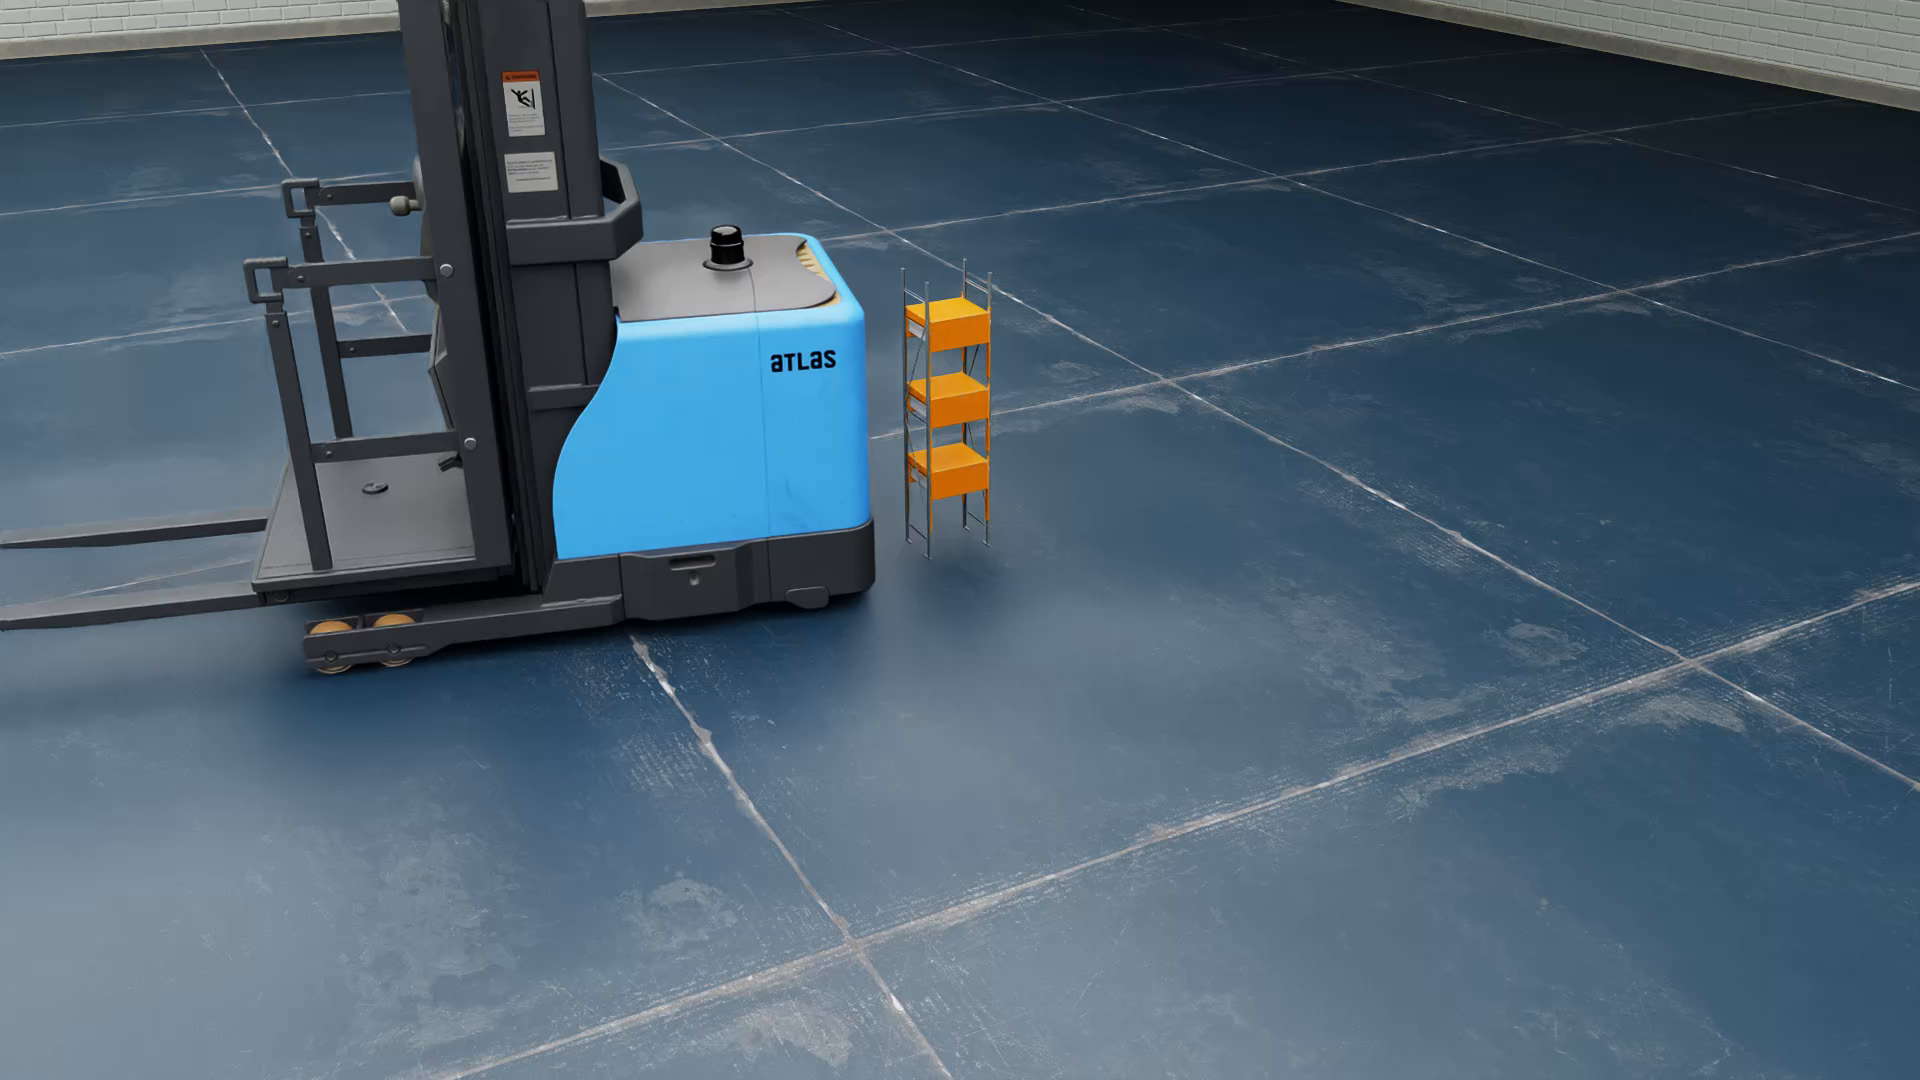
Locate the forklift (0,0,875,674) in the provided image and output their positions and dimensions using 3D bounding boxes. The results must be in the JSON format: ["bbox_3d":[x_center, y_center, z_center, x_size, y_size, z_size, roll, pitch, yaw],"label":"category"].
[{"bbox_3d":[-1.870,-1.143,5.245,3.031,2.935,1.130,-6,26,-13],"label":"forklift"}]

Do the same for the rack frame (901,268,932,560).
[{"bbox_3d":[-0.155,-0.438,5.948,0.008,1.050,0.200,-13,29,-25],"label":"rack frame"}]

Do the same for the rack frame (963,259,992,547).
[{"bbox_3d":[0.060,-0.487,6.052,0.008,1.050,0.200,-13,29,-25],"label":"rack frame"}]

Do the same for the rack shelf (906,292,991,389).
[{"bbox_3d":[-0.047,-0.709,5.882,0.240,0.259,0.215,-13,29,-25],"label":"rack shelf"}]

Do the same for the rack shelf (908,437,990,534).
[{"bbox_3d":[-0.047,-0.202,6.125,0.240,0.259,0.215,-13,29,-25],"label":"rack shelf"}]

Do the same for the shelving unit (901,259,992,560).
[{"bbox_3d":[-0.047,-0.462,6.000,0.252,1.050,0.215,-13,29,-25],"label":"shelving unit"}]

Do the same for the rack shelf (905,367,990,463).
[{"bbox_3d":[-0.047,-0.453,6.005,0.240,0.259,0.215,-13,29,-25],"label":"rack shelf"}]
